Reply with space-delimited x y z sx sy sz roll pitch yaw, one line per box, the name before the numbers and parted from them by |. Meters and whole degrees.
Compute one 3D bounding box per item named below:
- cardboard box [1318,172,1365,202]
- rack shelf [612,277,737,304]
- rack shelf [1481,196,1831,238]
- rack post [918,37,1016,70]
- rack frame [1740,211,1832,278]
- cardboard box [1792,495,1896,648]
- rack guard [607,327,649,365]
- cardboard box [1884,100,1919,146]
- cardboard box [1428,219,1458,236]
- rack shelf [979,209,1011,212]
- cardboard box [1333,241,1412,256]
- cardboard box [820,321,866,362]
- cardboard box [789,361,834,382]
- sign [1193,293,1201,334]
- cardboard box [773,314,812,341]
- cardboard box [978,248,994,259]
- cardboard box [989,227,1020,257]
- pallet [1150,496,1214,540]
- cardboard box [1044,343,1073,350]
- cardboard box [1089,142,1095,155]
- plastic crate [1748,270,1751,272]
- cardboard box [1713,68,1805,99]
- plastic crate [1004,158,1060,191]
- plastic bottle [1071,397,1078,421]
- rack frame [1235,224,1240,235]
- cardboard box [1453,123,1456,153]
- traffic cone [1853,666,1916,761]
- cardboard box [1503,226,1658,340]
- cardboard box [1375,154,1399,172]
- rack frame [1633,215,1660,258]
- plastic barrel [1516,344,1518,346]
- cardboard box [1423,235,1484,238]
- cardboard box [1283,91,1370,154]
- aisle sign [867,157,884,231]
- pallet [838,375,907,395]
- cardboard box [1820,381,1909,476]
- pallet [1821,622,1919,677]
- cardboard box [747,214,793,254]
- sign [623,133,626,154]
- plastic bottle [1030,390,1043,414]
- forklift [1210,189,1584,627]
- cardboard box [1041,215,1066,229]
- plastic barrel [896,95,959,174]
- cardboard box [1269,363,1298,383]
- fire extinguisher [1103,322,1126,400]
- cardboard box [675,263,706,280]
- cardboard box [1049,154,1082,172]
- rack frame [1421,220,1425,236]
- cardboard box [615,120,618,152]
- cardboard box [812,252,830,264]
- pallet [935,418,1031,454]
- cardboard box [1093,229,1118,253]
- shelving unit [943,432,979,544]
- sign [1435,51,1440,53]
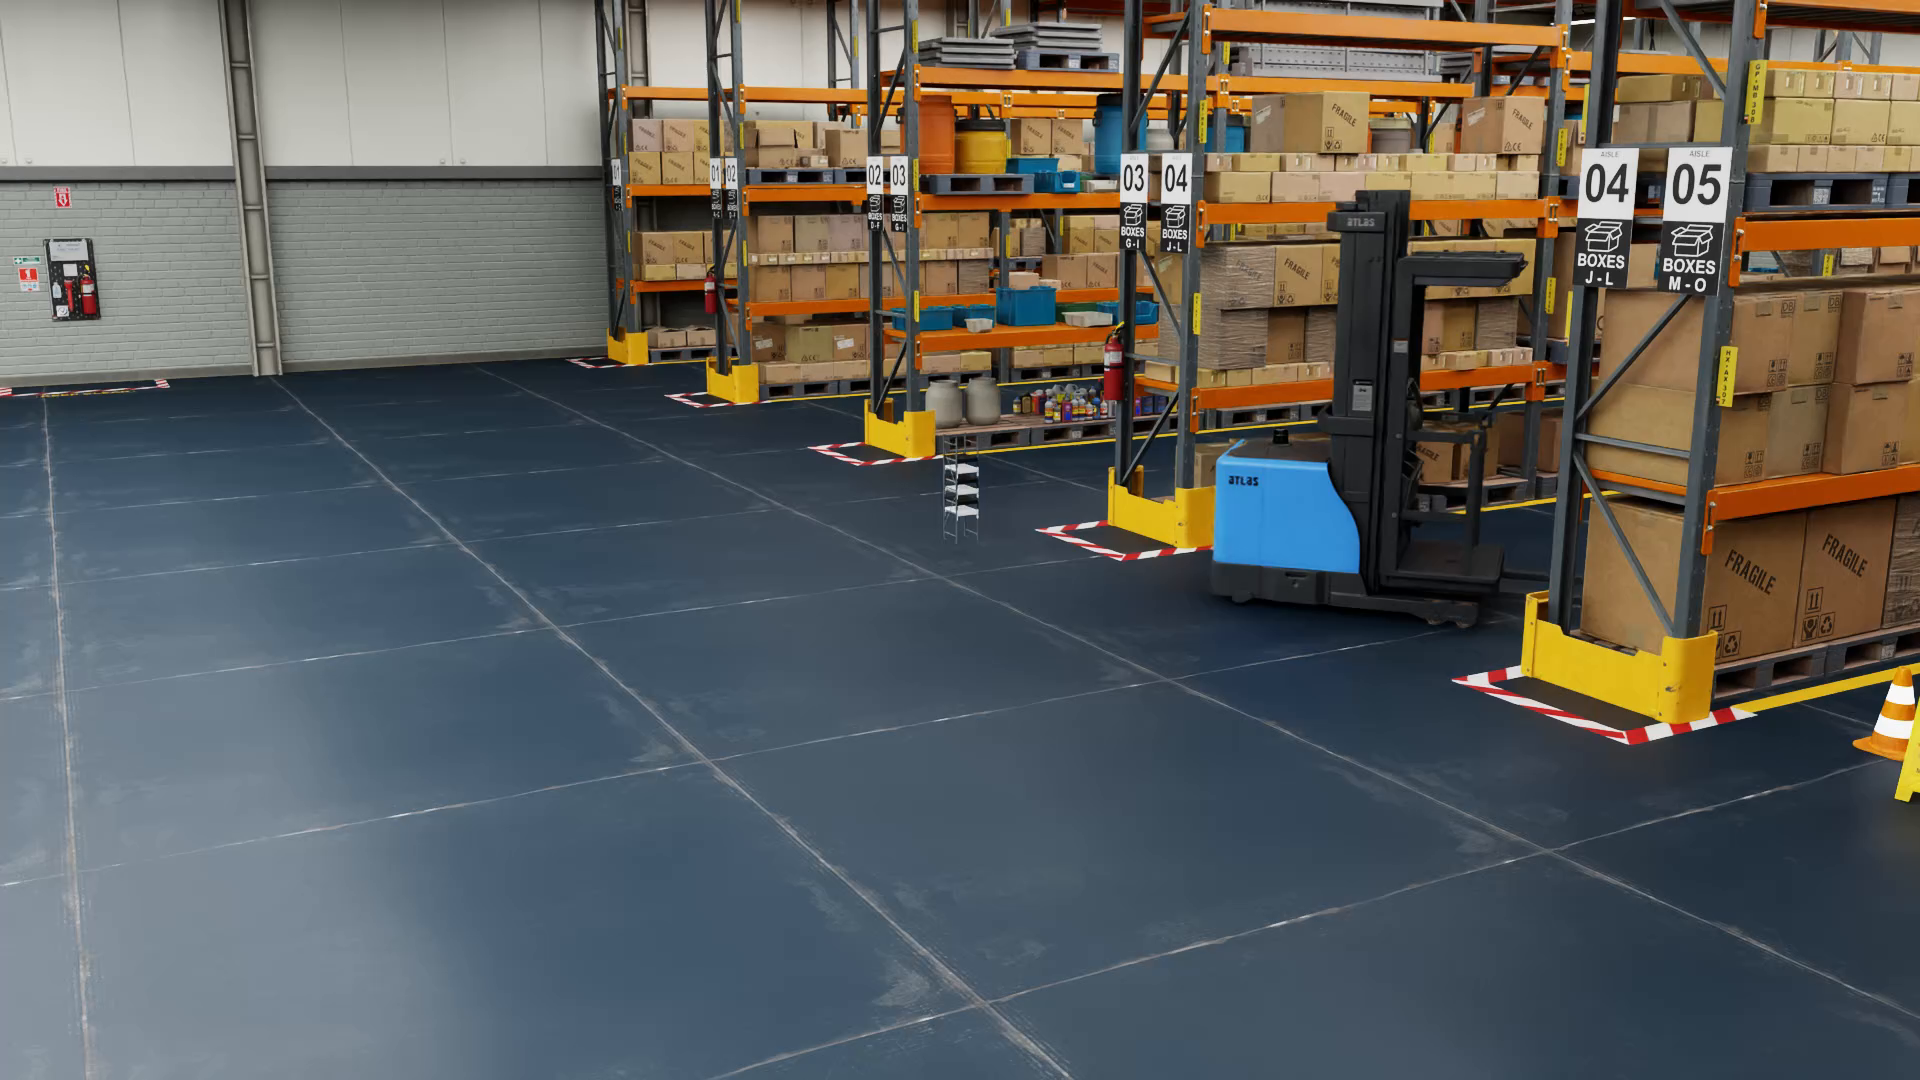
cardboard box | 3.084 -3.007 14.151 0.500 0.250 0.500 -7 14 -28
rack shelf | -3.714 -4.233 27.724 4.000 0.370 1.077 -7 14 -28
rack shelf | 6.918 -3.253 16.539 4.000 0.370 1.077 -7 14 -28
rack post | 0.002 -5.202 17.867 0.954 0.300 0.937 -5 14 -22
rack frame | 8.673 -2.351 17.725 0.127 3.000 1.000 -7 14 -28
cardboard box | 5.274 0.112 10.664 0.875 0.875 0.875 -7 15 -29
rack guard | -5.402 -3.162 27.020 0.348 0.500 1.175 -7 14 -28
cardboard box | 5.373 -2.440 9.769 0.500 0.250 0.500 -7 14 -28
cardboard box | 7.989 -5.213 27.938 0.500 0.500 0.500 -6 14 -26
rack shelf | 2.174 -5.163 25.024 4.000 0.370 1.077 -7 14 -28
cardboard box | 3.581 -2.355 14.557 0.500 0.500 0.500 -7 14 -28
cardboard box | -1.644 -2.770 23.184 0.500 0.500 0.500 -7 14 -28
cardboard box | -2.078 -2.349 23.023 0.500 0.250 0.500 -7 14 -28
sign | 1.911 -1.827 13.426 0.005 0.325 0.100 -7 14 -28
cardboard box | -2.850 -3.672 28.287 0.500 0.500 0.500 -8 15 -32
cardboard box | 0.283 -4.135 23.947 0.250 0.149 0.380 -7 14 -28
cardboard box | 0.668 -5.363 29.878 0.500 0.500 0.700 -8 15 -33
pallet | 2.448 -0.236 14.676 1.213 0.211 1.003 -7 14 -28
cardboard box | 1.343 -3.024 24.743 0.500 0.311 0.500 -7 14 -29
cardboard box | 2.391 -7.070 30.630 0.500 0.500 0.700 -8 15 -31
plastic crate | 11.239 -3.823 24.398 0.530 0.282 0.437 -7 14 -28
cardboard box | 4.384 -2.500 9.128 0.250 0.149 0.380 -7 14 -27
plastic crate | 0.807 -4.178 19.048 0.575 0.384 0.392 -7 14 -28
plastic bottle | 1.319 -1.514 19.219 0.097 0.271 0.097 0 13 0
rack frame | 5.064 -5.636 32.319 0.127 3.000 1.000 -7 14 -28
cardboard box | 8.356 -6.765 28.002 0.500 0.500 0.700 -7 14 -28
traffic cone | 5.086 0.912 9.001 0.334 0.463 0.336 -7 14 -28
cardboard box | 5.927 -2.485 15.994 1.000 1.000 1.000 -7 14 -27
cardboard box | 3.582 -3.274 14.428 0.250 0.149 0.380 -7 15 -30
rack frame | 9.811 -3.727 23.836 0.127 3.000 1.000 -7 14 -28
plastic barrel | 7.712 -2.508 22.956 0.708 0.588 0.600 -7 14 -28
cardboard box | 4.645 -2.614 15.709 0.500 0.500 0.500 -7 14 -28
cardboard box | 3.084 -3.515 14.020 0.500 0.500 0.500 -7 14 -28
aisle sign | -0.928 -3.782 18.162 0.004 0.787 0.394 -7 14 -28
pallet | -1.371 -2.275 23.736 1.213 0.211 1.003 -7 14 -28
cardboard box | 5.267 -0.761 10.316 0.550 0.550 0.875 -7 14 -28
pallet | 5.673 0.591 11.004 1.213 0.211 1.003 -7 14 -28
cardboard box | -2.630 -4.153 22.548 0.500 0.500 0.700 -7 14 -28
sign | -5.209 -6.159 25.820 0.005 0.325 0.100 -7 14 -28
plastic bottle | 0.914 -1.649 19.805 0.135 0.276 0.152 -7 14 -27
forklift | 3.392 -0.961 11.706 3.031 2.935 1.130 5 13 19
cardboard box | 1.827 -5.882 30.756 0.500 0.250 0.500 -6 14 -26
plastic barrel | -0.356 -4.418 18.140 0.708 0.830 0.600 -7 14 -28
cardboard box | 2.680 -1.447 14.281 0.250 0.149 0.380 -7 14 -28
fire extinguisher | 1.330 -1.549 14.335 0.183 0.674 0.296 -7 14 -28
cardboard box | -4.440 -4.357 26.935 0.500 0.250 0.500 -7 15 -30
cardboard box | 1.445 -5.556 24.520 0.500 0.250 0.500 -8 15 -33
rack frame | 7.441 -4.681 28.079 0.127 3.000 1.000 -7 14 -28
cardboard box | -5.216 -6.479 26.683 0.500 0.500 0.500 -6 14 -25
cardboard box | -1.972 -3.864 22.744 0.250 0.149 0.380 -7 14 -29
pallet | 0.038 -1.205 18.984 1.213 0.211 1.003 -7 14 -28
cardboard box | 2.566 -5.474 30.649 0.500 0.500 0.500 -6 14 -26
shelving unit | 0.007 -0.440 14.014 0.210 0.900 0.258 -7 14 -28
sign | 7.712 -8.035 26.828 0.005 0.325 0.100 -7 14 -28
